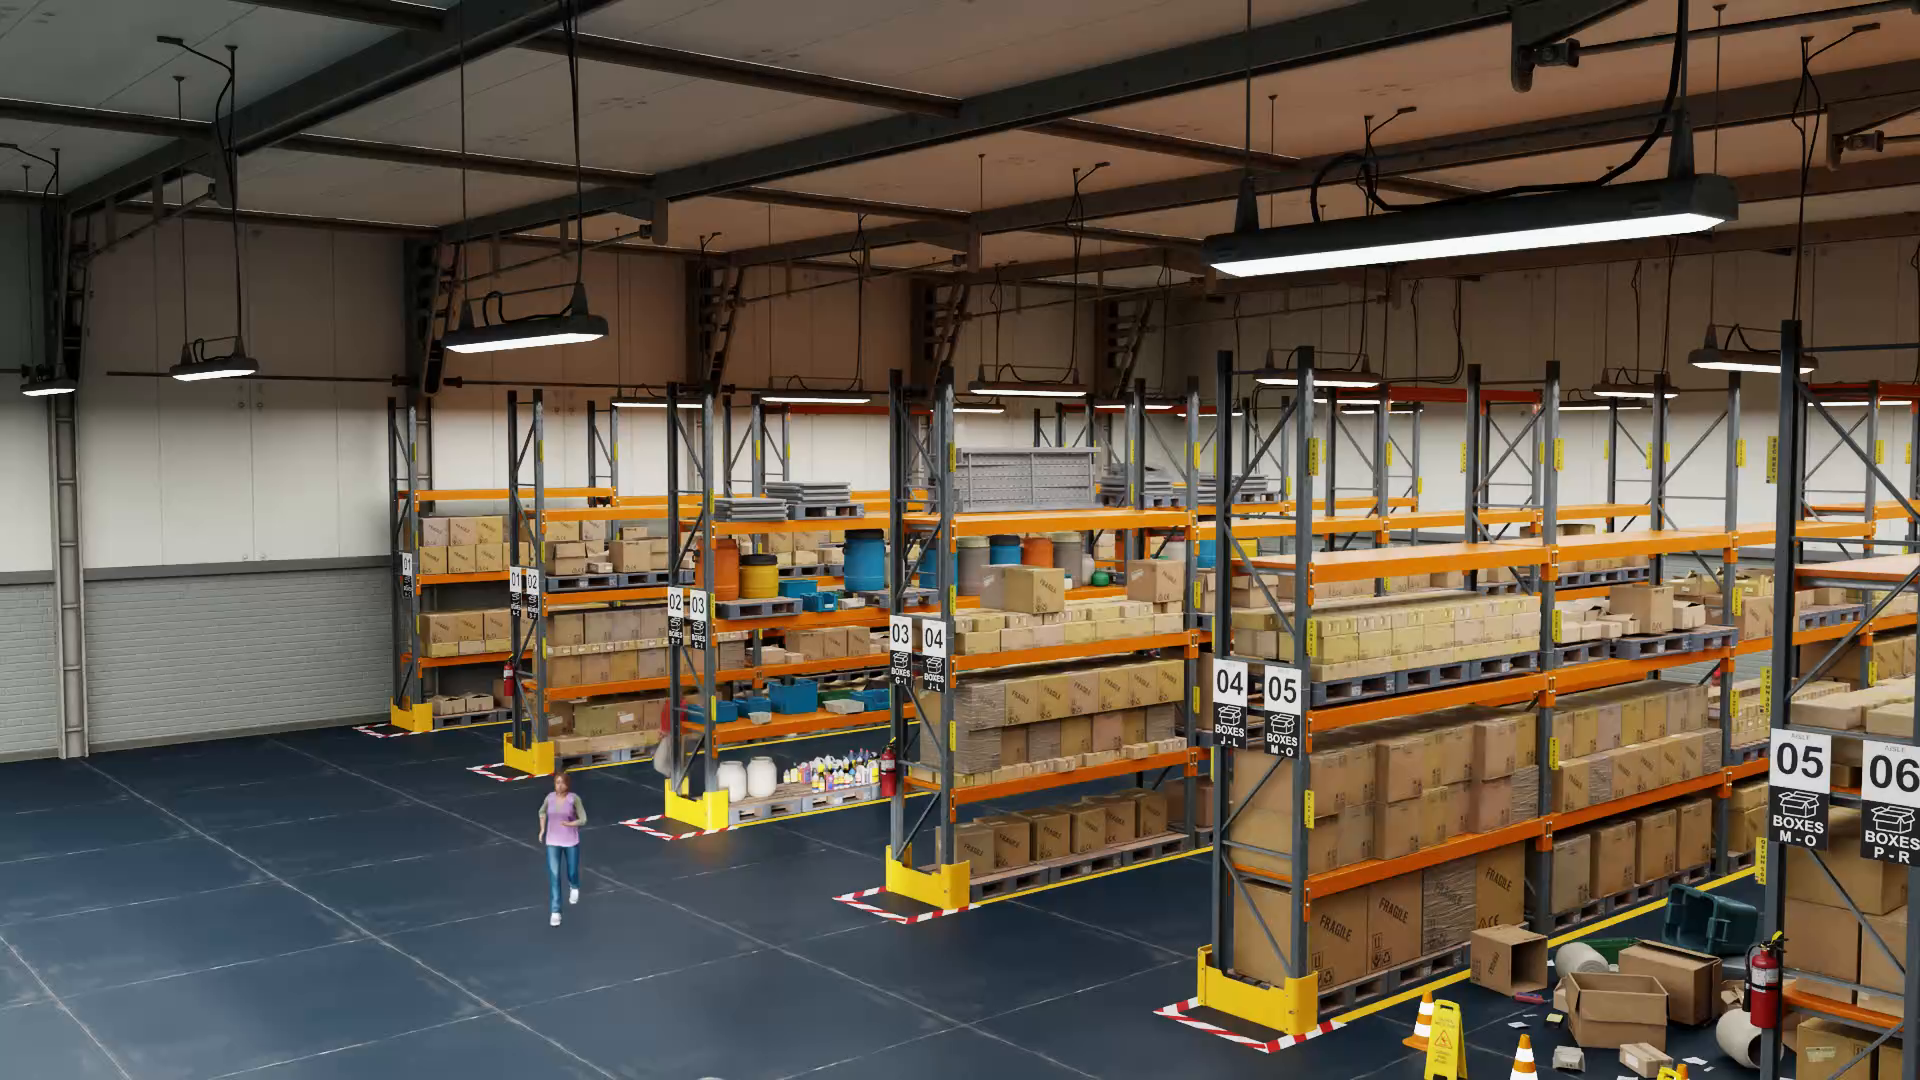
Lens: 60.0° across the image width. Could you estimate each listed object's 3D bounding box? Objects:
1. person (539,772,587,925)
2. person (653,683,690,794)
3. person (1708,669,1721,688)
[{"bbox_3d":[-4.315,3.296,18.043,0.542,1.576,0.889,0,3,-5],"label":"person"},{"bbox_3d":[-4.169,2.909,24.146,0.648,1.678,0.587,2,4,32],"label":"person"},{"bbox_3d":[11.237,2.795,24.688,0.999,1.772,0.664,-3,4,-38],"label":"person"}]
